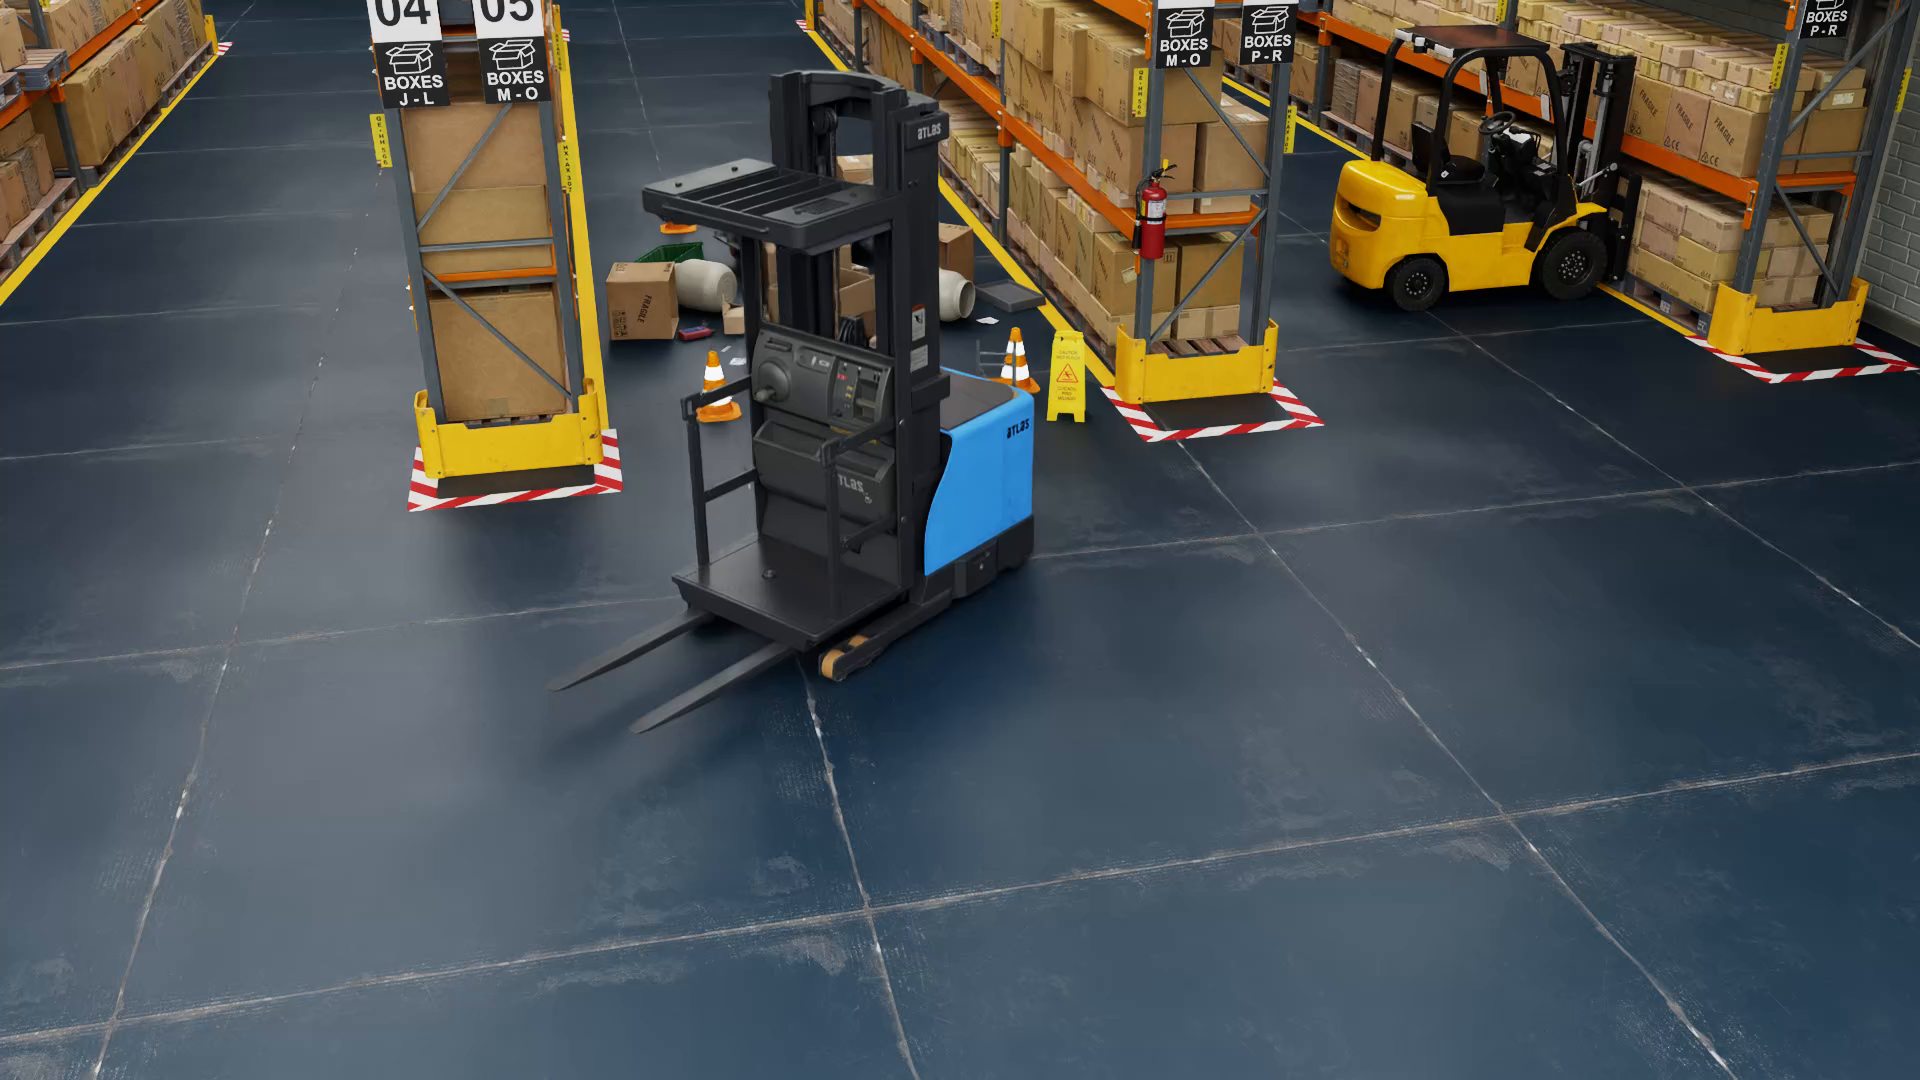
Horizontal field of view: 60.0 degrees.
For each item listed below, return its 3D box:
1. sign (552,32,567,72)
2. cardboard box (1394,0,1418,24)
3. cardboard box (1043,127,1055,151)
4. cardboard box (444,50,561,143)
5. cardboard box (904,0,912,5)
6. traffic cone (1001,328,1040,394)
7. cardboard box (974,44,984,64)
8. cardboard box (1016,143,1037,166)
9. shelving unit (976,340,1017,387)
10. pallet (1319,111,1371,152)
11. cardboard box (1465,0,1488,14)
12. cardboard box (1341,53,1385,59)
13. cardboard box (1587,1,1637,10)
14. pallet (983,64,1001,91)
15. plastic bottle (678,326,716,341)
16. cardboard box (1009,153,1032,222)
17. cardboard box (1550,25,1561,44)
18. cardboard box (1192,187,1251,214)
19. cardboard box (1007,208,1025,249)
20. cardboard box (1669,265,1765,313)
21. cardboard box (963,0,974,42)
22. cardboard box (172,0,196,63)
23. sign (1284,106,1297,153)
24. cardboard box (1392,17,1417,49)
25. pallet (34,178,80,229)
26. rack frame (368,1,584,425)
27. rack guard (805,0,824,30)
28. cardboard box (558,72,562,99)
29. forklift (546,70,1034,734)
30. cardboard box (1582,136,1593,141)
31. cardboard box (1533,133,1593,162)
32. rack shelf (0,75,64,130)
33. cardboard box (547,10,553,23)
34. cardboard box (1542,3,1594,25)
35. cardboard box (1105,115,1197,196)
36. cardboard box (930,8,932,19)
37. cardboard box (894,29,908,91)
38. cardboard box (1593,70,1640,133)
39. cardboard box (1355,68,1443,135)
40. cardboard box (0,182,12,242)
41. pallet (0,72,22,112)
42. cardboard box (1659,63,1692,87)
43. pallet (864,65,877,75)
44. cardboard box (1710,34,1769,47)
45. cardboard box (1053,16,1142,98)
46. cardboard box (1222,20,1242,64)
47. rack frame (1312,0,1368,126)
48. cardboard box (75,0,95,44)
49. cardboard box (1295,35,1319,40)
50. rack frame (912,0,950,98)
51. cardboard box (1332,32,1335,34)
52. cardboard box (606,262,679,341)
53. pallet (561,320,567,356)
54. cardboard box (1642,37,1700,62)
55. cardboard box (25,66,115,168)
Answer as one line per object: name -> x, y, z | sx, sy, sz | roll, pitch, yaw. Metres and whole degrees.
sign -> -3.390, -4.121, 14.038 | 0.100, 0.325, 0.005 | -6, 27, -12
cardboard box -> 5.017, -5.715, 17.855 | 0.500, 0.250, 0.500 | -6, 27, -11
cardboard box -> 0.907, -3.344, 13.825 | 0.380, 0.149, 0.250 | -6, 27, -11
cardboard box -> -3.282, -3.094, 11.686 | 0.875, 0.550, 0.550 | -6, 27, -12
cardboard box -> -0.388, -6.289, 18.992 | 0.500, 0.250, 0.500 | -6, 27, -12
traffic cone -> 0.417, -1.359, 12.429 | 0.336, 0.463, 0.334 | -6, 27, -12
cardboard box -> 0.349, -4.690, 16.026 | 0.380, 0.149, 0.250 | -6, 27, -12
cardboard box -> 0.709, -3.427, 14.743 | 0.380, 0.149, 0.250 | -6, 27, -11
shelving unit -> 0.216, -0.620, 10.147 | 0.258, 1.200, 0.189 | 1, 27, 1
pallet -> 4.951, -4.841, 19.607 | 1.003, 0.211, 1.213 | -6, 27, -12
cardboard box -> 5.332, -5.381, 16.751 | 0.380, 0.149, 0.250 | -6, 27, -12
cardboard box -> 4.981, -5.736, 20.594 | 0.500, 0.500, 0.500 | -5, 27, -10
cardboard box -> 6.087, -4.938, 15.544 | 0.380, 0.149, 0.250 | -7, 28, -13
pallet -> 0.839, -4.454, 15.959 | 1.003, 0.211, 1.213 | -6, 27, -12
plastic bottle -> -2.138, -1.685, 13.520 | 0.283, 0.061, 0.133 | -16, 31, -29
cardboard box -> 0.740, -3.198, 15.010 | 0.500, 0.500, 0.500 | -5, 27, -9
cardboard box -> 5.666, -4.638, 15.279 | 0.380, 0.149, 0.250 | -6, 27, -12
cardboard box -> 1.896, -2.492, 12.136 | 0.380, 0.149, 0.250 | -6, 27, -11
cardboard box -> 0.740, -2.863, 15.179 | 0.500, 0.250, 0.500 | -7, 28, -14
cardboard box -> 6.193, -2.073, 13.615 | 0.500, 0.250, 0.500 | -6, 27, -11
cardboard box -> 0.319, -5.179, 16.274 | 0.500, 0.500, 0.500 | -5, 27, -10
cardboard box -> -11.062, -7.018, 22.717 | 0.875, 0.875, 0.875 | -6, 27, -12
sign -> 2.300, -2.875, 11.657 | 0.100, 0.325, 0.005 | -6, 27, -12
cardboard box -> 5.012, -5.490, 17.965 | 0.500, 0.250, 0.500 | -5, 27, -10
pallet -> -9.512, -3.351, 16.655 | 1.003, 0.211, 1.213 | -6, 27, -12
rack frame -> -3.029, -1.887, 10.659 | 1.000, 3.000, 0.127 | -6, 27, -12
rack guard -> -1.840, -8.352, 26.243 | 1.175, 0.500, 0.348 | -6, 27, -12
cardboard box -> -5.206, -5.702, 20.525 | 0.500, 0.500, 0.500 | -7, 28, -13
forklift -> -0.866, -0.814, 8.611 | 1.130, 2.935, 3.031 | 20, 33, 34
cardboard box -> 6.133, -3.684, 15.696 | 0.500, 0.250, 0.500 | -6, 27, -12
cardboard box -> 5.614, -3.632, 15.593 | 0.500, 0.250, 0.500 | -6, 27, -12
rack shelf -> -9.236, -3.740, 15.130 | 1.077, 0.370, 4.000 | -6, 27, -12
cardboard box -> -4.358, -5.054, 16.823 | 0.500, 0.500, 0.500 | -6, 27, -12
cardboard box -> 5.652, -4.888, 15.445 | 0.380, 0.149, 0.250 | -6, 27, -11
cardboard box -> 1.380, -2.821, 12.070 | 0.500, 0.500, 0.500 | -6, 27, -13
cardboard box -> -0.109, -5.732, 18.090 | 0.380, 0.149, 0.250 | -8, 28, -15
cardboard box -> -0.303, -5.888, 20.479 | 0.875, 0.875, 0.875 | -6, 27, -11
cardboard box -> 5.892, -3.847, 14.431 | 0.500, 0.500, 0.500 | -6, 27, -11
cardboard box -> 5.086, -5.017, 19.031 | 0.875, 0.625, 0.625 | -5, 27, -10
cardboard box -> -9.118, -2.992, 15.136 | 0.700, 0.500, 0.500 | -8, 28, -16
pallet -> -9.201, -3.989, 15.037 | 1.003, 0.211, 1.213 | -6, 27, -12
cardboard box -> 6.019, -3.849, 13.716 | 0.380, 0.149, 0.250 | -7, 28, -13
pallet -> -0.686, -6.126, 22.152 | 1.003, 0.211, 1.213 | -6, 27, -12
cardboard box -> 6.551, -4.157, 13.996 | 0.380, 0.149, 0.250 | -7, 28, -13
cardboard box -> 1.121, -3.696, 12.693 | 0.700, 0.500, 0.500 | -6, 27, -12
cardboard box -> 3.921, -6.811, 22.723 | 0.500, 0.500, 0.500 | -6, 27, -12
rack frame -> 4.803, -6.451, 19.703 | 1.000, 3.000, 0.127 | -6, 27, -12
cardboard box -> -9.769, -5.676, 18.055 | 0.500, 0.500, 0.500 | -6, 27, -13
cardboard box -> 4.337, -6.240, 20.873 | 0.380, 0.149, 0.250 | -7, 28, -13
rack frame -> -0.032, -5.946, 18.701 | 1.000, 3.000, 0.127 | -6, 27, -12
cardboard box -> 4.851, -6.422, 21.233 | 0.380, 0.149, 0.250 | -7, 28, -14
cardboard box -> -2.581, -1.951, 13.557 | 0.500, 0.500, 0.500 | -1, 27, -3
pallet -> -3.557, -1.519, 13.026 | 1.003, 0.211, 1.213 | -6, 27, -12
cardboard box -> 5.935, -4.092, 13.868 | 0.380, 0.149, 0.250 | -5, 27, -11
cardboard box -> -9.822, -4.483, 17.696 | 1.225, 0.875, 0.875 | -7, 28, -14
